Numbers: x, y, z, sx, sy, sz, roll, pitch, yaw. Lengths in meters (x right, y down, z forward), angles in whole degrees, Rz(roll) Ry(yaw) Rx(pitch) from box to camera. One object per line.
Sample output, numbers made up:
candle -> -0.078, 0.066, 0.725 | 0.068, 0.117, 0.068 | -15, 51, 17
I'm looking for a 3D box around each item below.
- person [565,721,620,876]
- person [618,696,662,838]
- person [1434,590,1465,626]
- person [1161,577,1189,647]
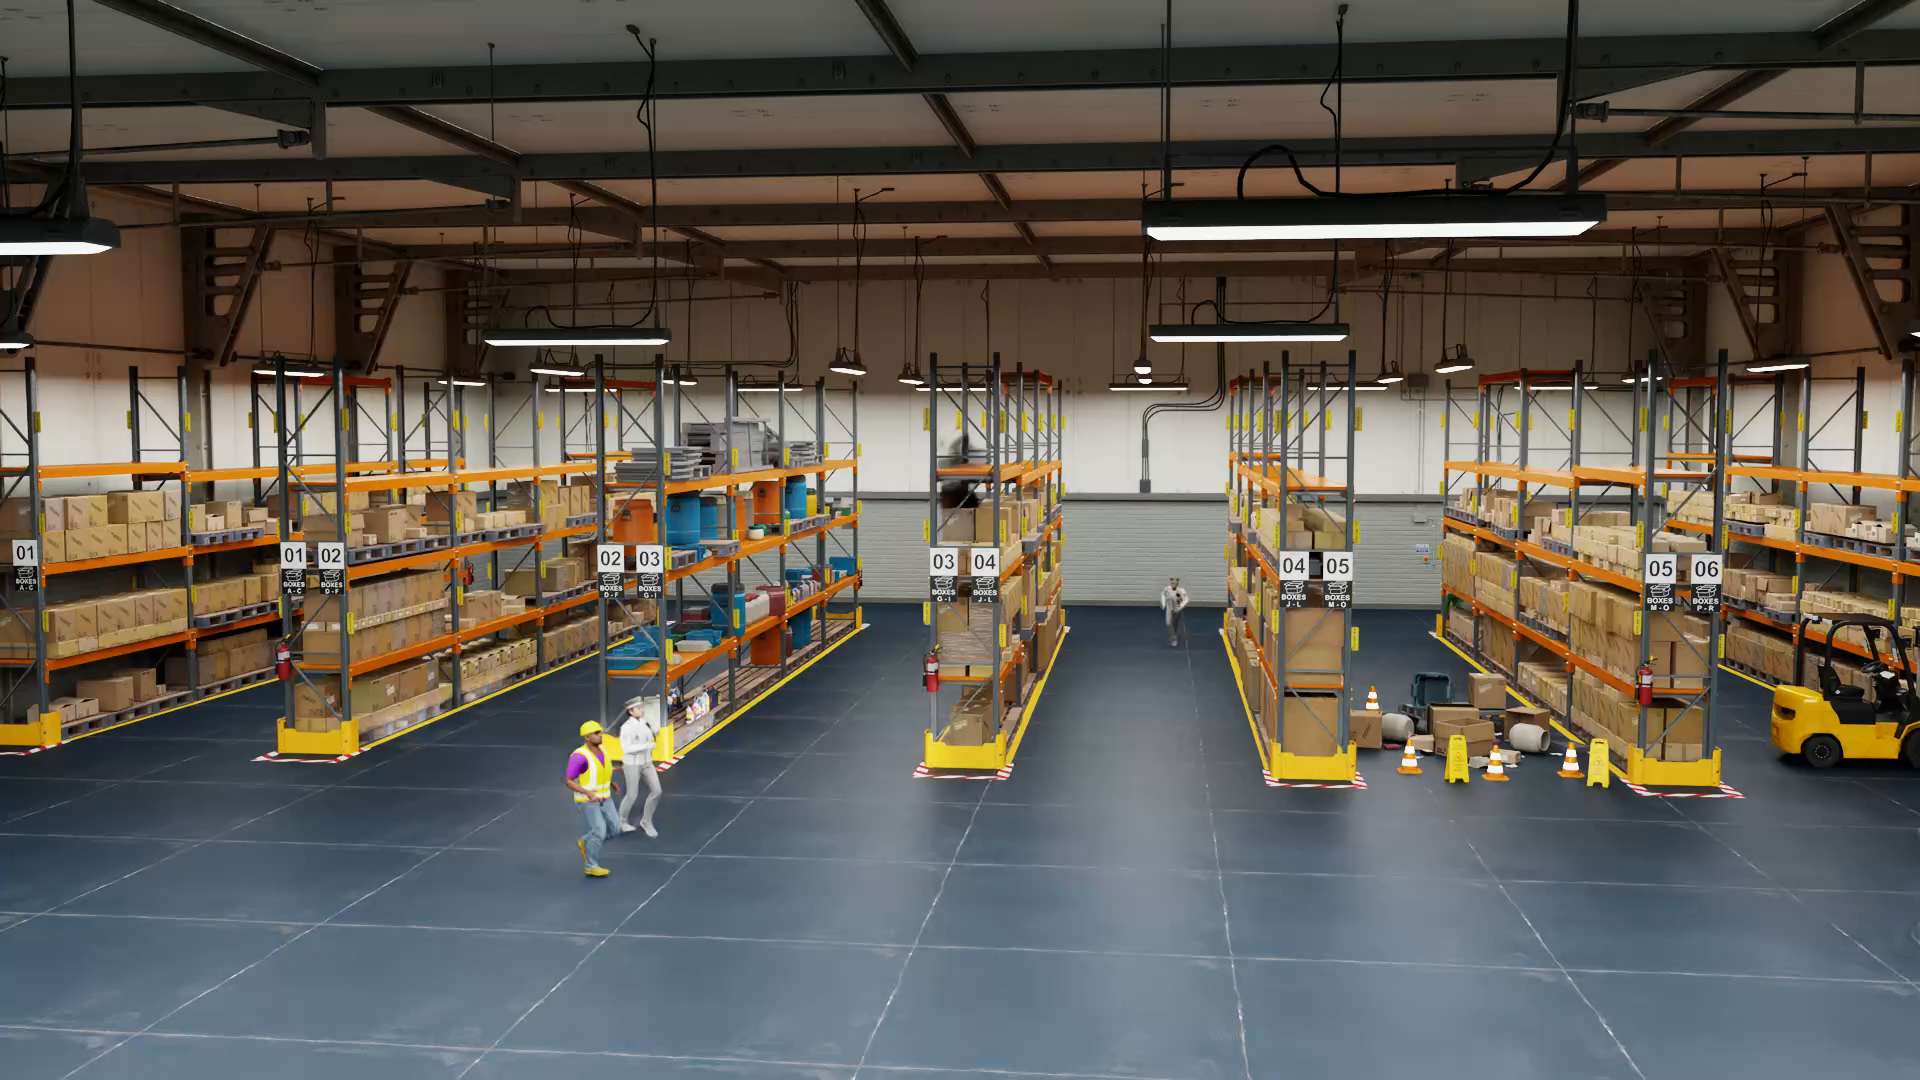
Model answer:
person -> -4.041, 2.843, 18.329 | 0.576, 1.721, 0.679 | 2, 5, 28
person -> -3.872, 2.743, 20.080 | 0.684, 1.729, 0.592 | 2, 5, 31
person -> 11.854, 1.251, 40.136 | 0.946, 1.758, 0.724 | 3, 5, 35
person -> 4.856, 1.609, 37.488 | 0.629, 1.598, 0.929 | 1, 4, 16
